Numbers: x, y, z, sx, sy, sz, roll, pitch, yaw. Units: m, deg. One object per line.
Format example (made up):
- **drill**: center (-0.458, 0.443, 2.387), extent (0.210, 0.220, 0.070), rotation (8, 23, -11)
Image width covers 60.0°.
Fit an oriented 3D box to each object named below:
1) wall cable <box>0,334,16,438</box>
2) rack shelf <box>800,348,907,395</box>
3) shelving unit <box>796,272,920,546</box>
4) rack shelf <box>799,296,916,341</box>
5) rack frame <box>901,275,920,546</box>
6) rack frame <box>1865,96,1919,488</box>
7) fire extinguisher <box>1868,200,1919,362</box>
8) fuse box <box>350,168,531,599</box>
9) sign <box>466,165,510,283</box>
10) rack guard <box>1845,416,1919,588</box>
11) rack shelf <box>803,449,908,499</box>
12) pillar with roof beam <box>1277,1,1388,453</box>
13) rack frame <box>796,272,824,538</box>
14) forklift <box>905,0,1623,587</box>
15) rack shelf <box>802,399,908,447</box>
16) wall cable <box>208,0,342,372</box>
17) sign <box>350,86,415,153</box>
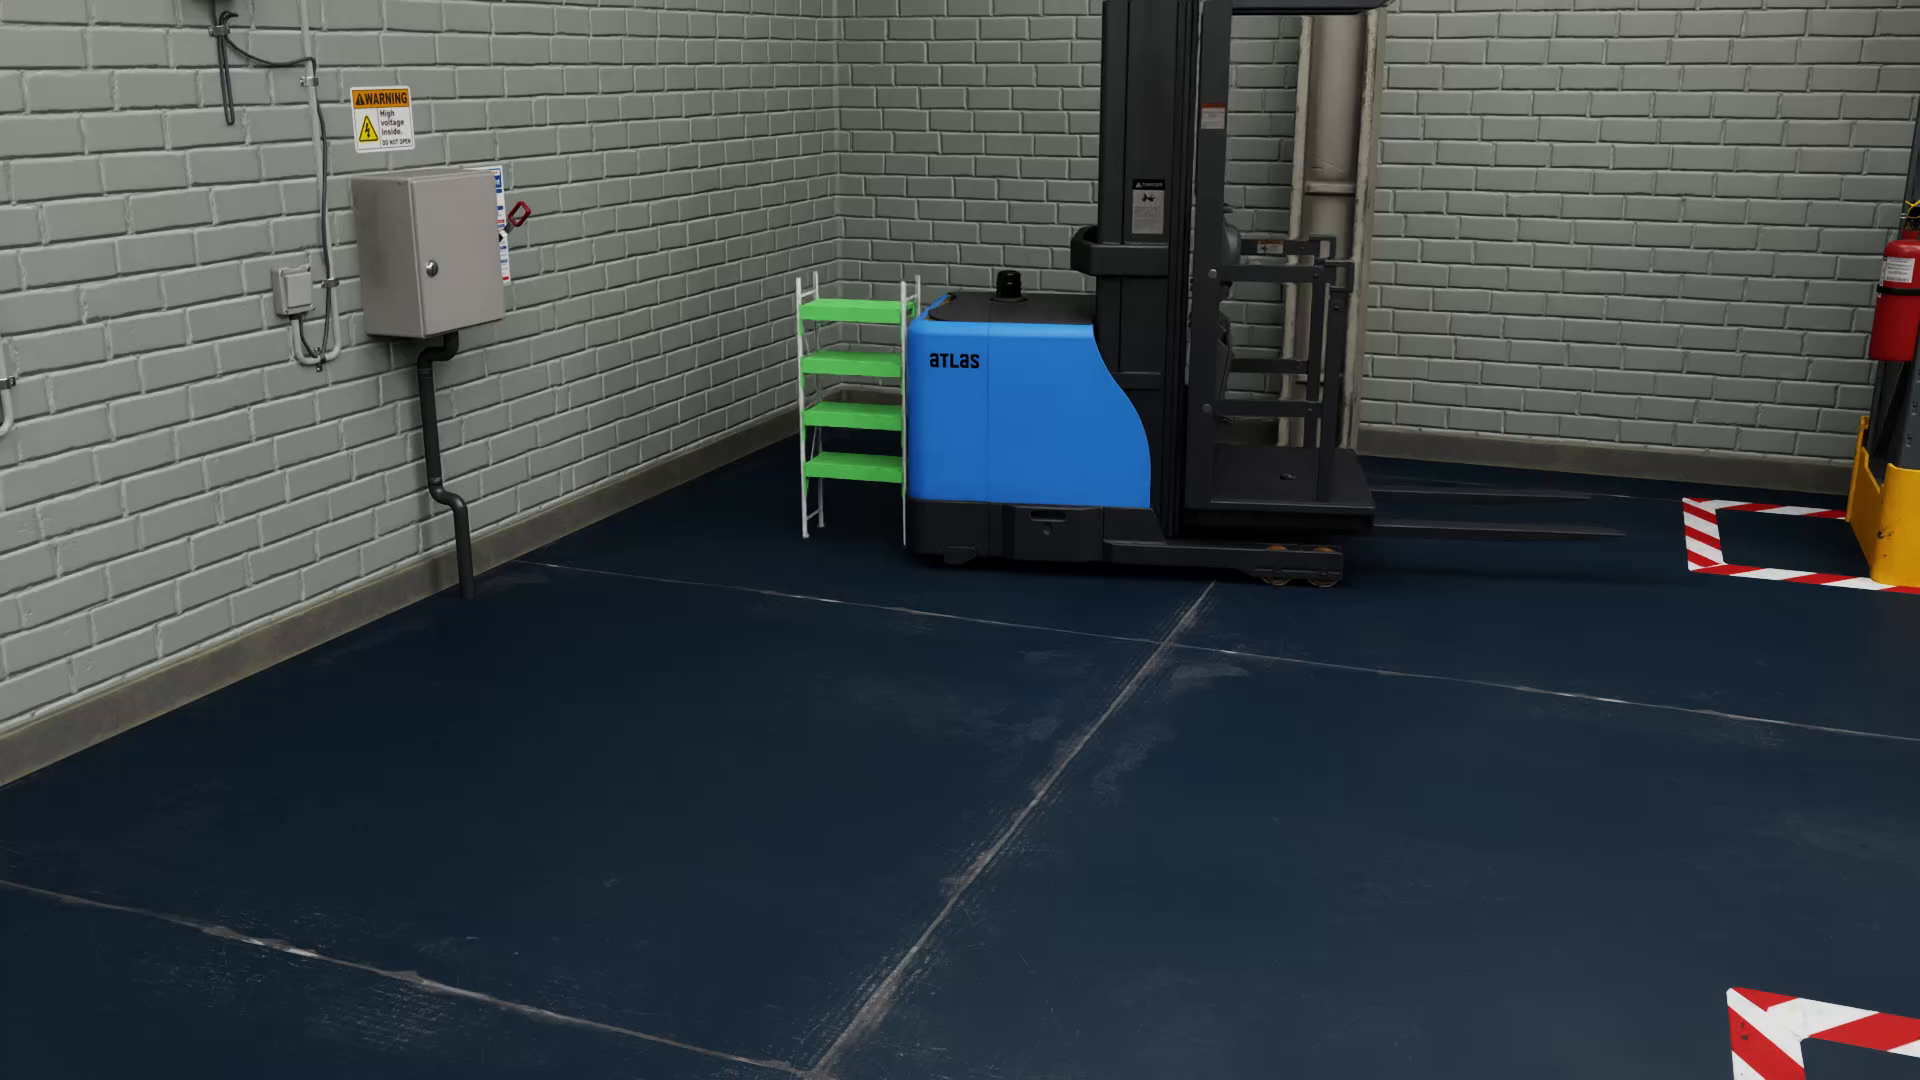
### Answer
- **wall cable**: center (-2.903, -1.183, 4.491), extent (0.123, 1.953, 0.585), rotation (6, 17, 21)
- **rack shelf**: center (-0.453, -0.767, 7.532), extent (0.480, 0.148, 0.258), rotation (4, 17, 15)
- **shelving unit**: center (-0.453, -0.598, 7.581), extent (0.503, 1.200, 0.258), rotation (4, 17, 15)
- **rack shelf**: center (-0.453, -0.997, 7.465), extent (0.480, 0.148, 0.258), rotation (4, 17, 15)
- **rack frame**: center (-0.218, -0.580, 7.518), extent (0.015, 1.200, 0.240), rotation (4, 17, 15)
- **rack frame**: center (4.169, -1.397, 7.106), extent (0.127, 3.000, 1.000), rotation (6, 17, 21)
- **fire extinguisher**: center (3.862, -1.076, 6.808), extent (0.183, 0.674, 0.296), rotation (6, 17, 21)
- **fuse box**: center (-1.996, -0.591, 6.641), extent (0.414, 1.711, 0.539), rotation (6, 17, 21)
- **sign**: center (-2.008, -1.314, 6.989), extent (0.001, 0.494, 0.329), rotation (6, 17, 21)
- **rack guard**: center (4.240, -0.189, 7.428), extent (0.348, 0.500, 1.175), rotation (6, 17, 21)
- **rack shelf**: center (-0.453, -0.306, 7.666), extent (0.480, 0.148, 0.258), rotation (4, 17, 15)
- **pillar with roof beam**: center (0.412, -3.671, 4.179), extent (0.400, 9.000, 9.100), rotation (6, 17, 21)
- **rack frame**: center (-0.688, -0.616, 7.643), extent (0.015, 1.200, 0.240), rotation (4, 17, 15)
- **forklift**: center (1.322, -1.367, 7.125), extent (3.031, 2.935, 1.130), rotation (2, 16, 8)
- **rack shelf**: center (-0.453, -0.536, 7.599), extent (0.480, 0.148, 0.258), rotation (4, 17, 15)
- **wall cable**: center (-2.393, -1.537, 5.766), extent (0.122, 1.984, 0.588), rotation (6, 17, 21)
- **sign**: center (-2.209, -1.614, 6.370), extent (0.001, 0.242, 0.339), rotation (6, 17, 21)
